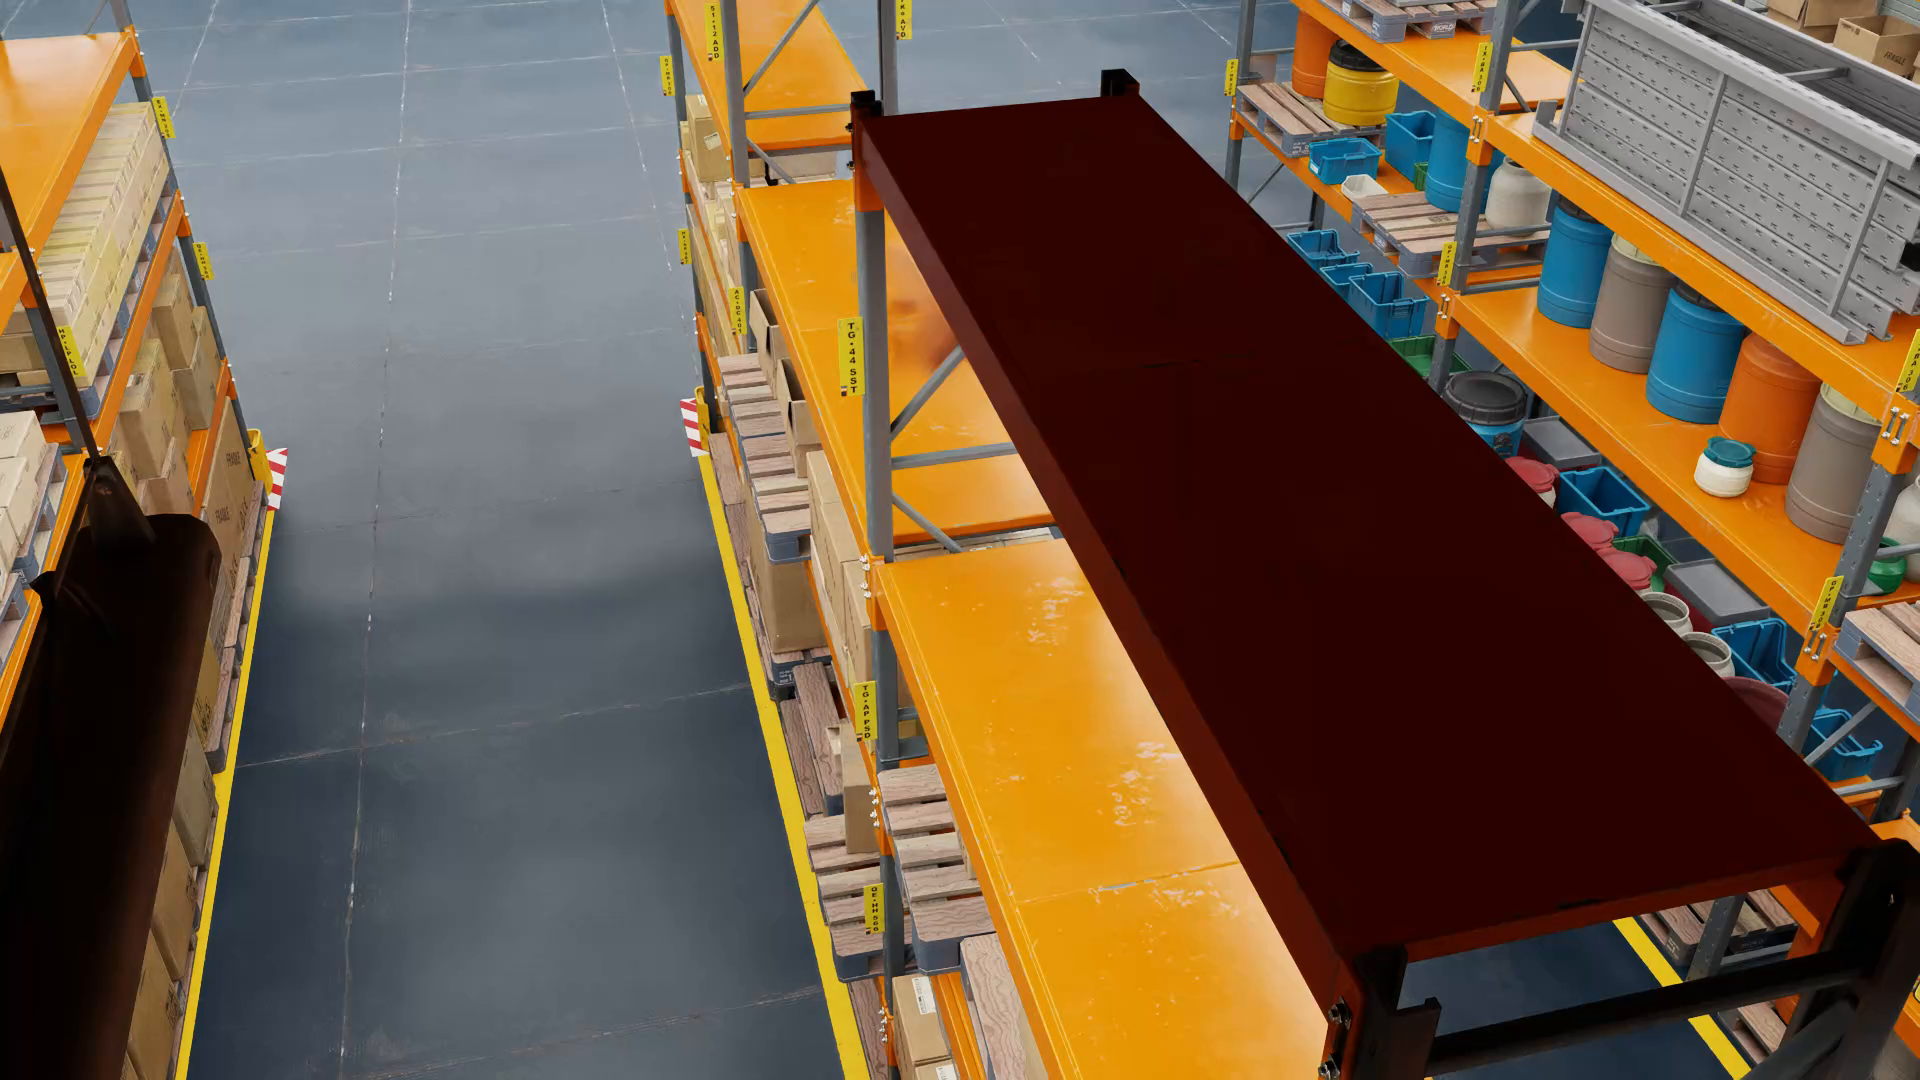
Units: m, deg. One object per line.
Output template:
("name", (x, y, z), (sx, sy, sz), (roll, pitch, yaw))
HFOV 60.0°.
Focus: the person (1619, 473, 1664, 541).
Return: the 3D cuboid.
("person", (5.586, -0.410, 13.170), (0.749, 1.723, 0.622), (-7, 35, -10))
